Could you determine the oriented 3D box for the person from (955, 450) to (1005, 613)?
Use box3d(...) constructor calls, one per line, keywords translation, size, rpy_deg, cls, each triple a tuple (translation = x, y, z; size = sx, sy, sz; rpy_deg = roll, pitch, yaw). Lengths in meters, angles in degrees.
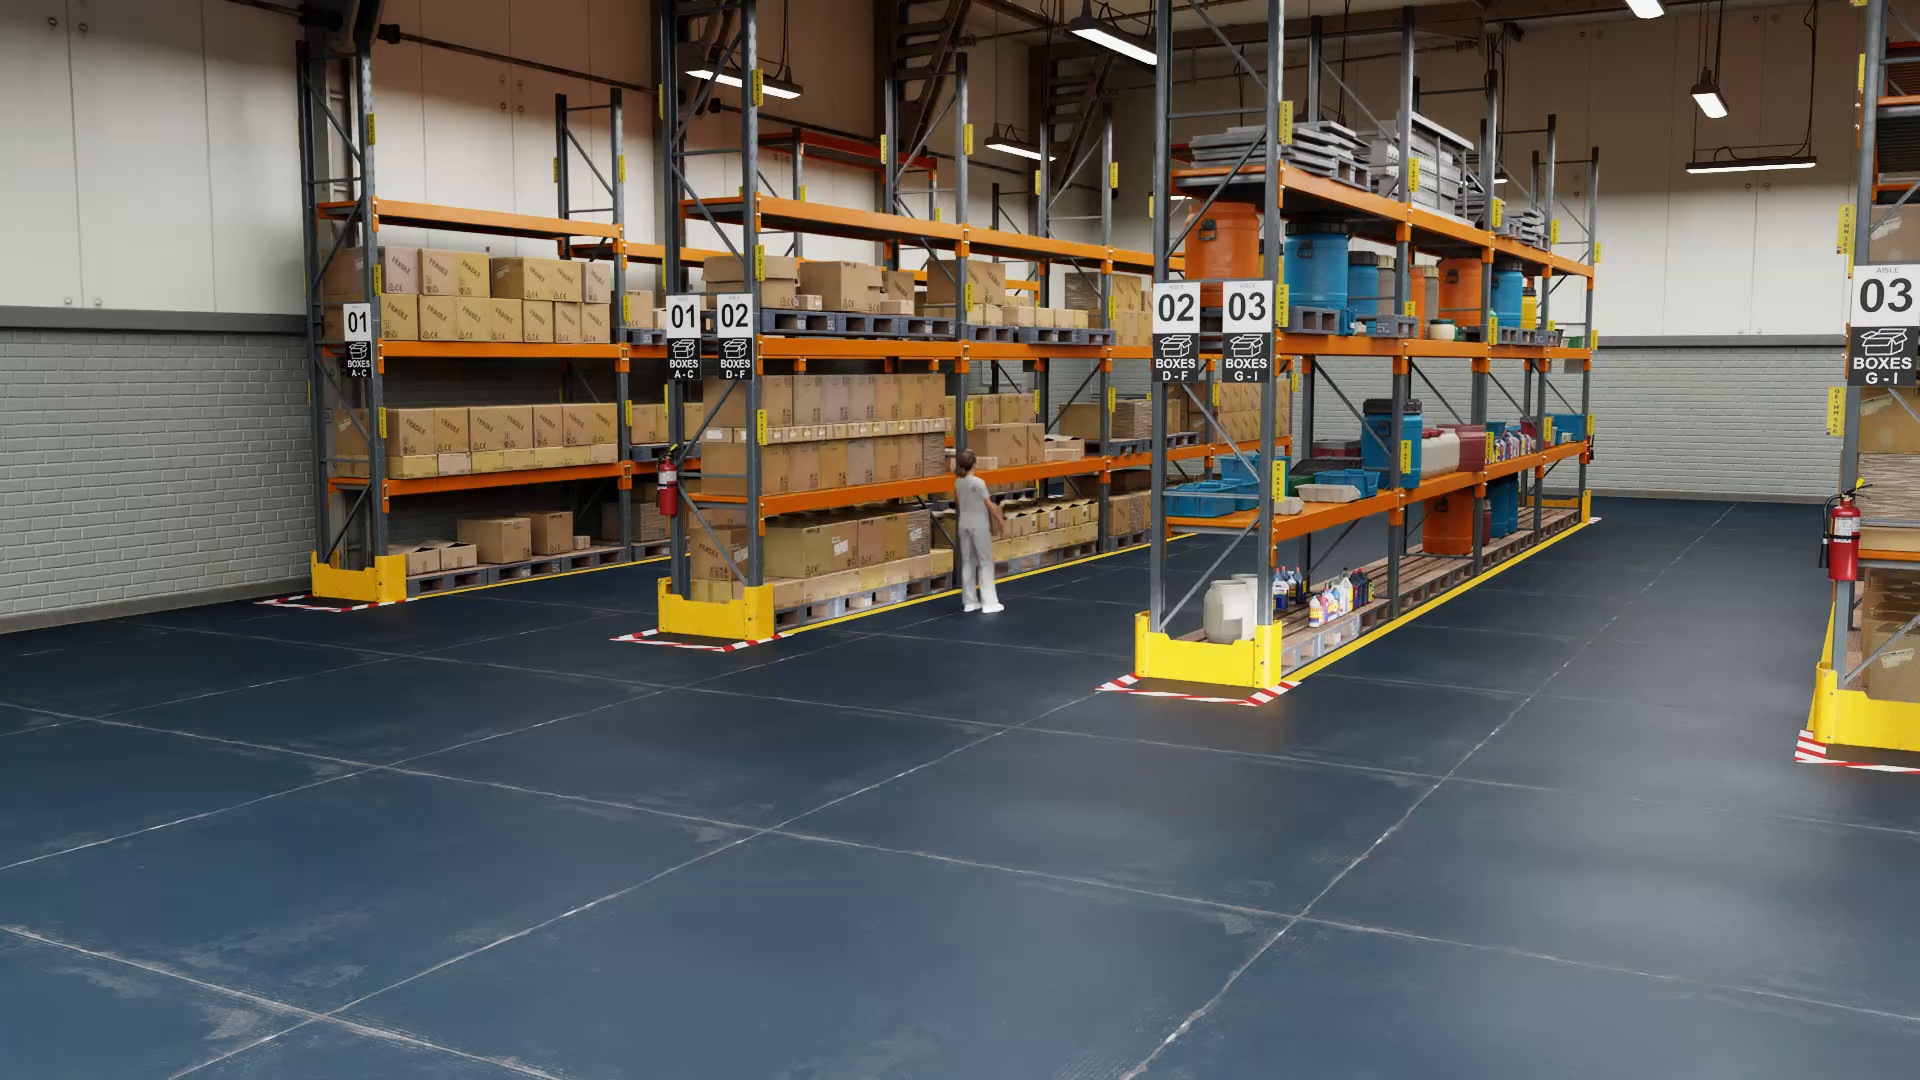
box3d(translation=(0.188, -0.096, 17.229), size=(0.525, 1.677, 0.465), rpy_deg=(-5, 8, -41), cls="person")
